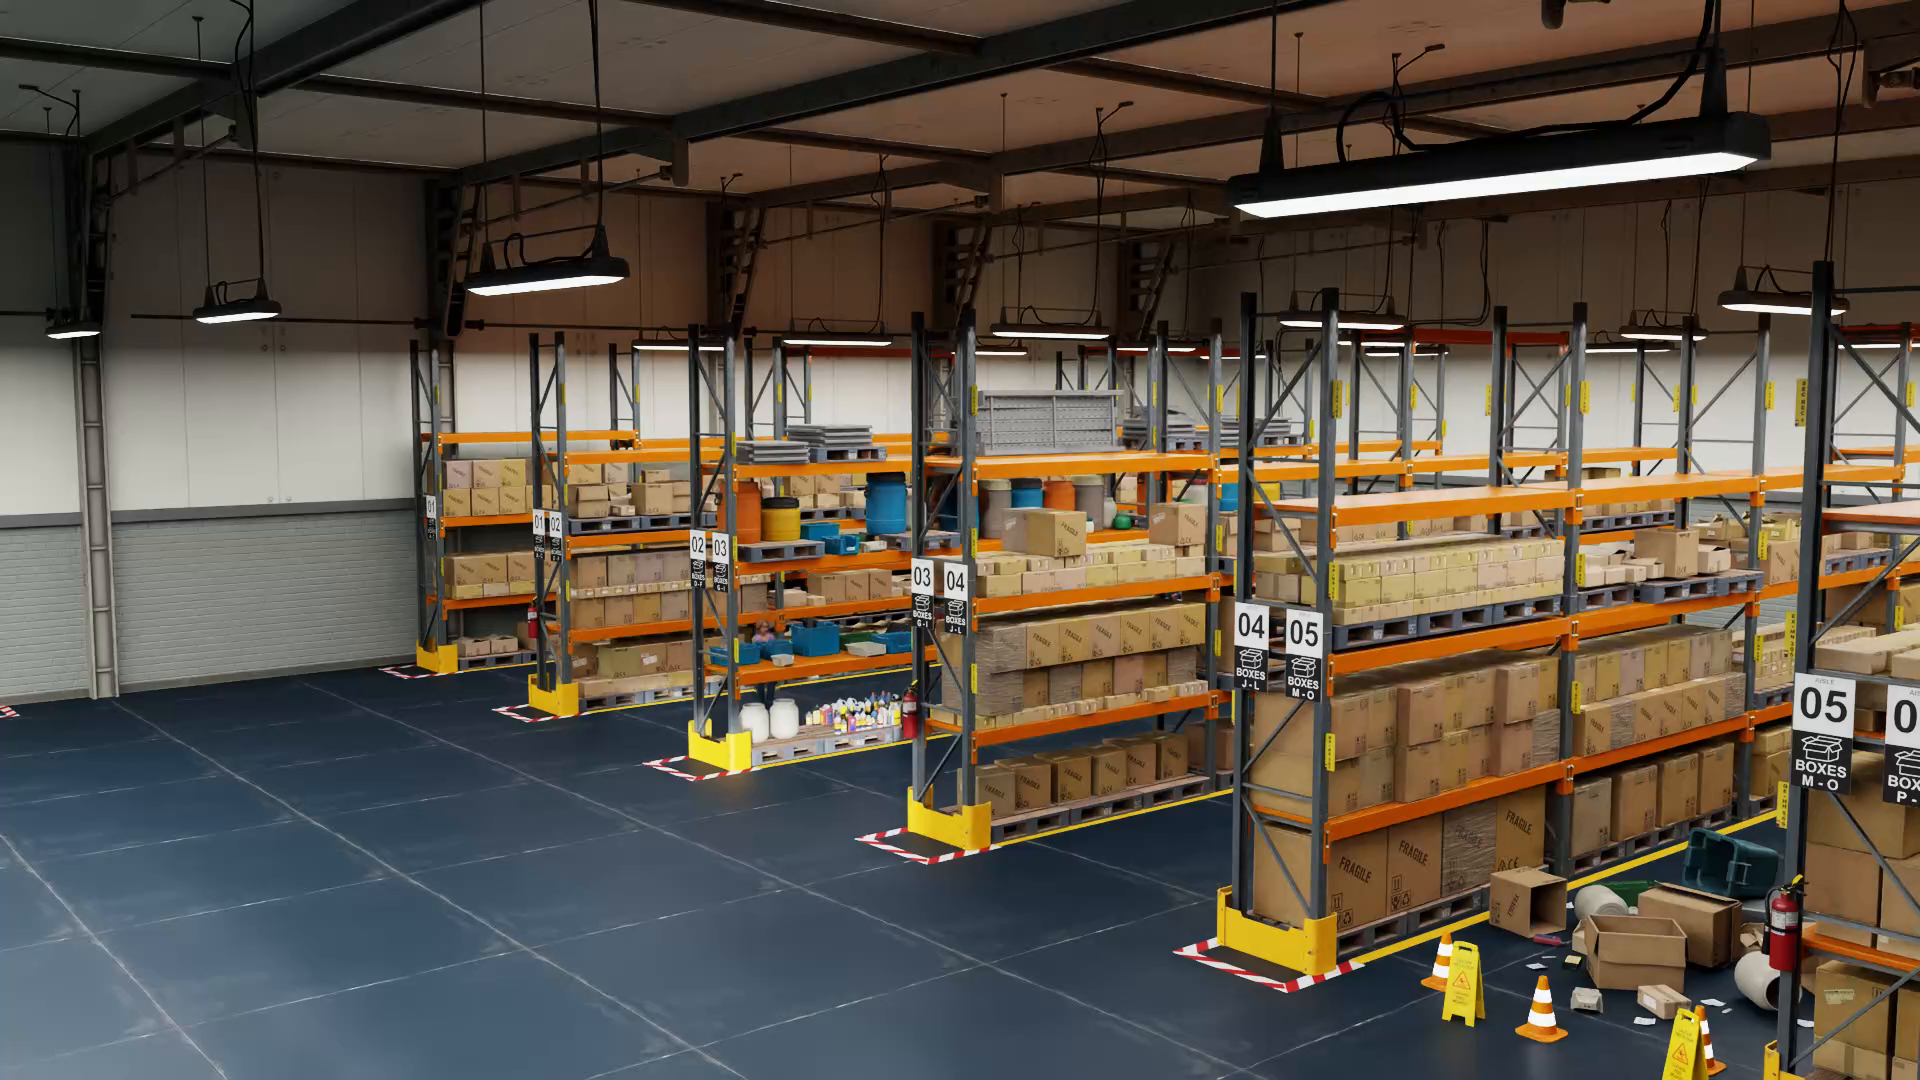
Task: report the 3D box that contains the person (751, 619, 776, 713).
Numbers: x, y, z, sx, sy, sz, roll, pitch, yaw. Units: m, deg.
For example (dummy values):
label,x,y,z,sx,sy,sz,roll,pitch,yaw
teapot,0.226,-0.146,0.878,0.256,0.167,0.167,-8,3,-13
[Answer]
label,x,y,z,sx,sy,sz,roll,pitch,yaw
person,-2.987,2.001,25.479,0.520,1.604,0.323,-2,6,-24
